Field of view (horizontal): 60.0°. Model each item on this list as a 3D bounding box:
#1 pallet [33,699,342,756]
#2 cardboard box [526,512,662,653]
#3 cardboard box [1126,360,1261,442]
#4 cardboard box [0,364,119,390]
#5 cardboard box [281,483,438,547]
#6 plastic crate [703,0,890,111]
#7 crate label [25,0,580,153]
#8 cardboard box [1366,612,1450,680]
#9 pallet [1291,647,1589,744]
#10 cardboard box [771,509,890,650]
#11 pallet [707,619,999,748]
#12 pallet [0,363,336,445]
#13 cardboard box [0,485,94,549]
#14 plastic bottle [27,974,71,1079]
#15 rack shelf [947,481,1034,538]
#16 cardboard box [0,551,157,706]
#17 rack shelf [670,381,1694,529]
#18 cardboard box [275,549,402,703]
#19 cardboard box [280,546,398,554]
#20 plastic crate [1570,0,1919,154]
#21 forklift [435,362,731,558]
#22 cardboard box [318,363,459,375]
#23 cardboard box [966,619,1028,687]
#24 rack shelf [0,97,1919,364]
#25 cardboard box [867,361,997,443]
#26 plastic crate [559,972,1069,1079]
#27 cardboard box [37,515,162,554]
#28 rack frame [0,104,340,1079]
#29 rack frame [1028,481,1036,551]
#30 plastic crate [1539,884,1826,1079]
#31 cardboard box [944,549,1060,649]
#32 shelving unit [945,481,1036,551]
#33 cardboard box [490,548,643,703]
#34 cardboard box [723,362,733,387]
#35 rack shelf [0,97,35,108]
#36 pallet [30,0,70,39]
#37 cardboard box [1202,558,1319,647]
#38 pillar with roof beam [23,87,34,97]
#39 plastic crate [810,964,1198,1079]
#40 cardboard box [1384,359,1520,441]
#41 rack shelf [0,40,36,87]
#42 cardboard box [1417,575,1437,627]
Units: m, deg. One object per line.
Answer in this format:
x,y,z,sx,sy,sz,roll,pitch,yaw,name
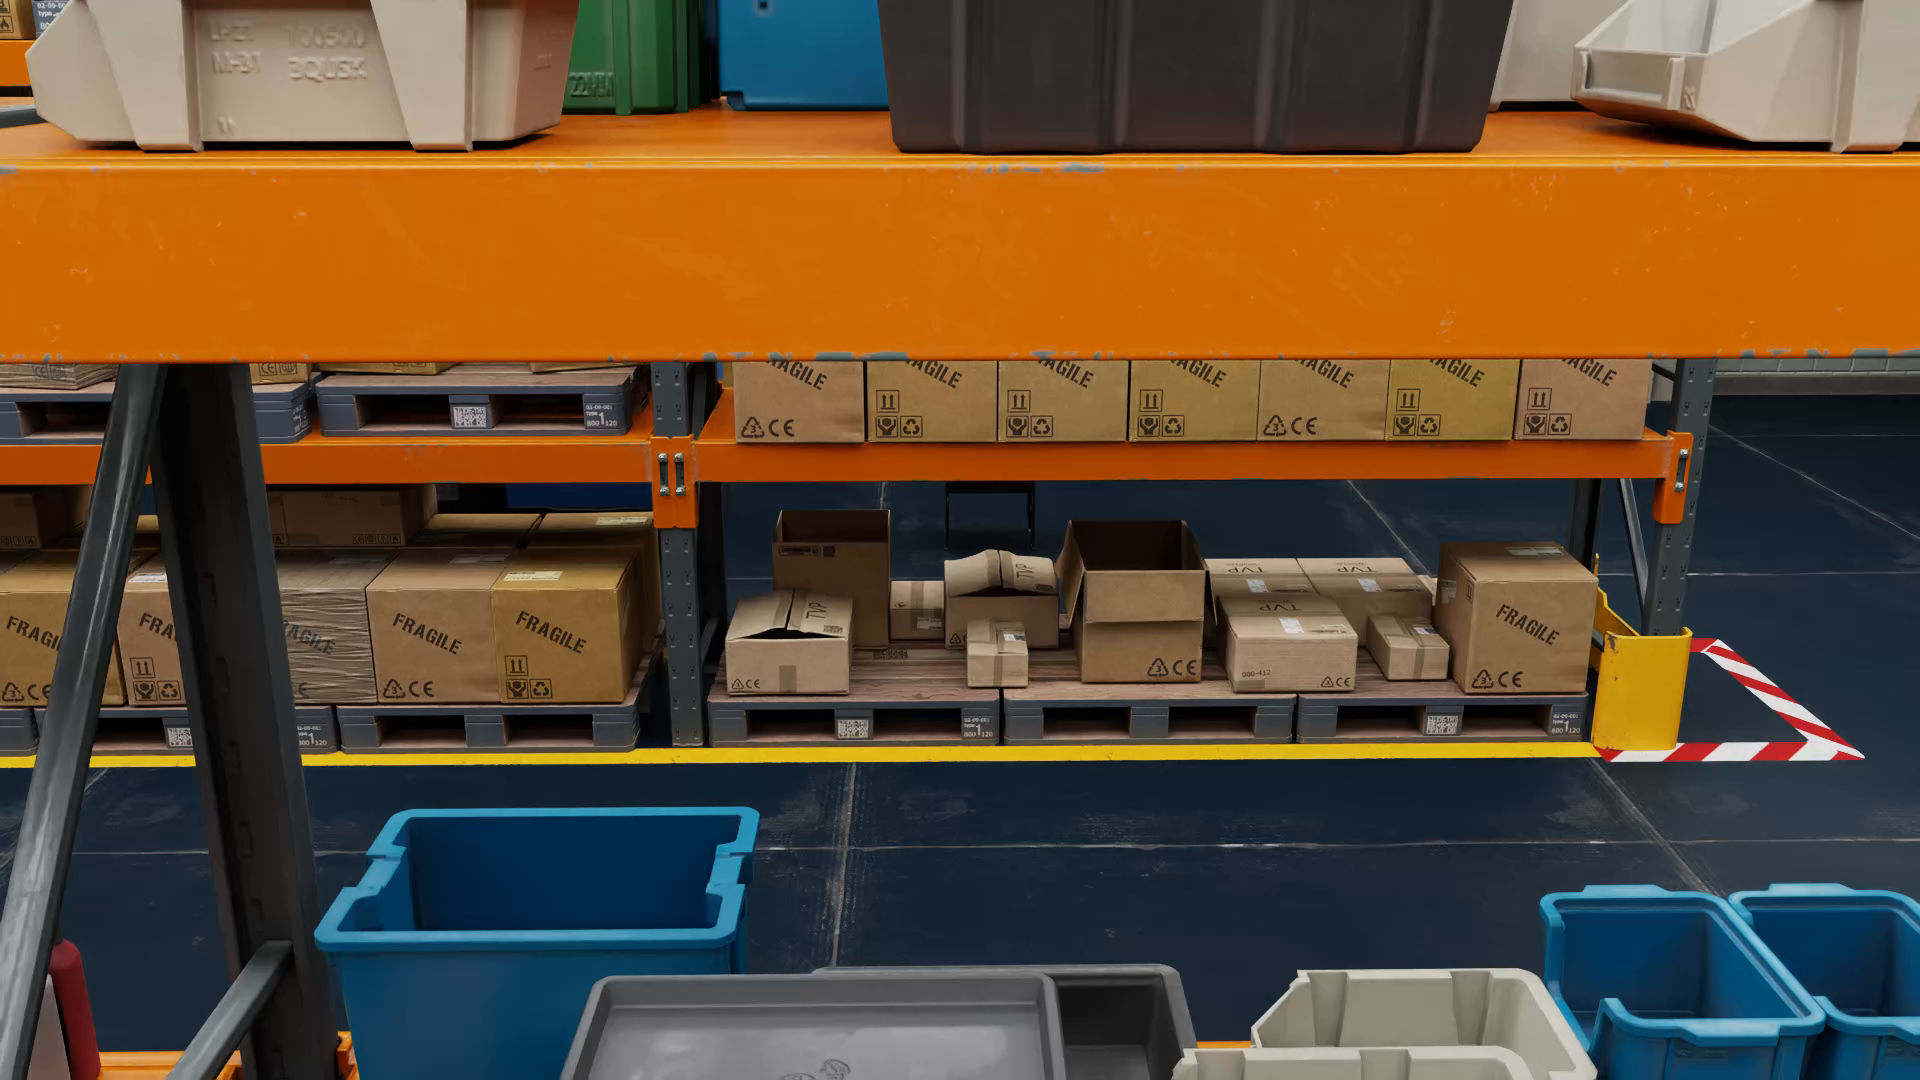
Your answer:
-3.169,0.629,7.241,1.213,0.211,1.003,0,18,-1,pallet
-1.621,0.188,7.423,0.500,0.500,0.500,-1,18,-3,cardboard box
0.901,-0.696,6.642,0.500,0.500,0.500,-1,18,-2,cardboard box
-3.587,-0.933,6.693,0.500,0.500,0.700,3,18,10,cardboard box
-2.621,-0.164,7.294,0.500,0.250,0.500,0,18,-1,cardboard box
-0.154,-0.658,2.053,0.300,0.233,0.416,0,18,-1,plastic crate
-0.565,-0.425,1.482,0.466,0.136,0.293,0,18,-1,crate label
1.920,0.452,7.147,0.250,0.166,0.380,0,18,-1,cardboard box
1.993,0.592,7.356,1.213,0.211,1.003,0,18,-1,pallet
-0.568,0.171,7.477,0.500,0.500,0.500,0,18,-1,cardboard box
-0.447,0.604,7.319,1.213,0.211,1.003,0,18,-1,pallet
-3.188,-0.621,6.887,1.213,0.211,1.003,0,18,-1,pallet
-4.145,-0.156,7.266,0.500,0.250,0.500,0,18,1,cardboard box
-1.456,0.718,2.478,0.185,0.351,0.144,0,18,-1,plastic bottle
0.166,-0.321,9.447,0.480,0.518,0.431,0,18,-1,rack shelf
-3.648,0.359,6.889,0.500,0.500,0.500,-1,18,-2,cardboard box
0.866,-0.388,7.024,4.000,0.370,1.077,0,18,-1,rack shelf
-2.618,0.352,6.912,0.500,0.500,0.500,0,18,0,cardboard box
-2.654,0.194,7.404,0.500,0.500,0.500,0,18,0,cardboard box
0.879,-0.444,1.543,0.530,0.136,0.437,0,18,-1,plastic crate
-2.911,-1.443,9.249,3.031,2.935,1.130,1,18,2,forklift
-2.297,-1.012,6.940,0.500,0.500,0.700,3,18,8,cardboard box
0.155,0.476,7.072,0.250,0.166,0.380,0,18,-1,cardboard box
0.941,-0.303,1.850,4.000,0.370,1.077,0,18,-1,rack shelf
-0.107,-0.691,6.628,0.500,0.500,0.500,0,18,0,cardboard box
-0.162,0.805,1.924,0.583,0.464,0.402,0,18,-1,plastic crate
-3.684,0.201,7.383,0.500,0.500,0.500,-1,18,-3,cardboard box
-1.059,0.793,2.165,0.053,2.616,0.949,0,18,-1,rack frame
0.409,-1.002,9.233,0.015,2.100,0.400,0,18,-1,rack frame
1.072,0.732,2.530,0.300,0.233,0.416,0,18,-1,plastic crate
0.182,0.257,7.517,0.500,0.311,0.500,0,18,-1,cardboard box
0.166,-1.001,9.229,0.503,2.100,0.431,0,18,-1,shelving unit
-1.622,0.350,6.918,0.500,0.500,0.500,0,18,-1,cardboard box
-1.863,-1.367,11.731,0.750,0.750,0.750,0,18,0,cardboard box
-3.059,-0.284,1.790,4.000,0.370,1.077,0,18,-1,rack shelf
-2.823,-2.072,6.493,1.003,0.211,1.213,0,18,-1,pallet
1.318,0.280,7.544,0.500,0.250,0.500,0,18,-1,cardboard box
-6.460,-4.014,7.329,0.400,9.000,9.100,0,18,-1,pillar with roof beam
0.056,0.807,2.473,0.590,0.125,0.437,0,18,-1,plastic crate
1.904,-0.699,6.652,0.500,0.500,0.500,0,18,0,cardboard box
-3.133,-1.797,6.506,4.000,0.370,1.077,0,18,-1,rack shelf
2.192,0.298,7.627,0.250,0.166,0.380,0,18,-1,cardboard box
